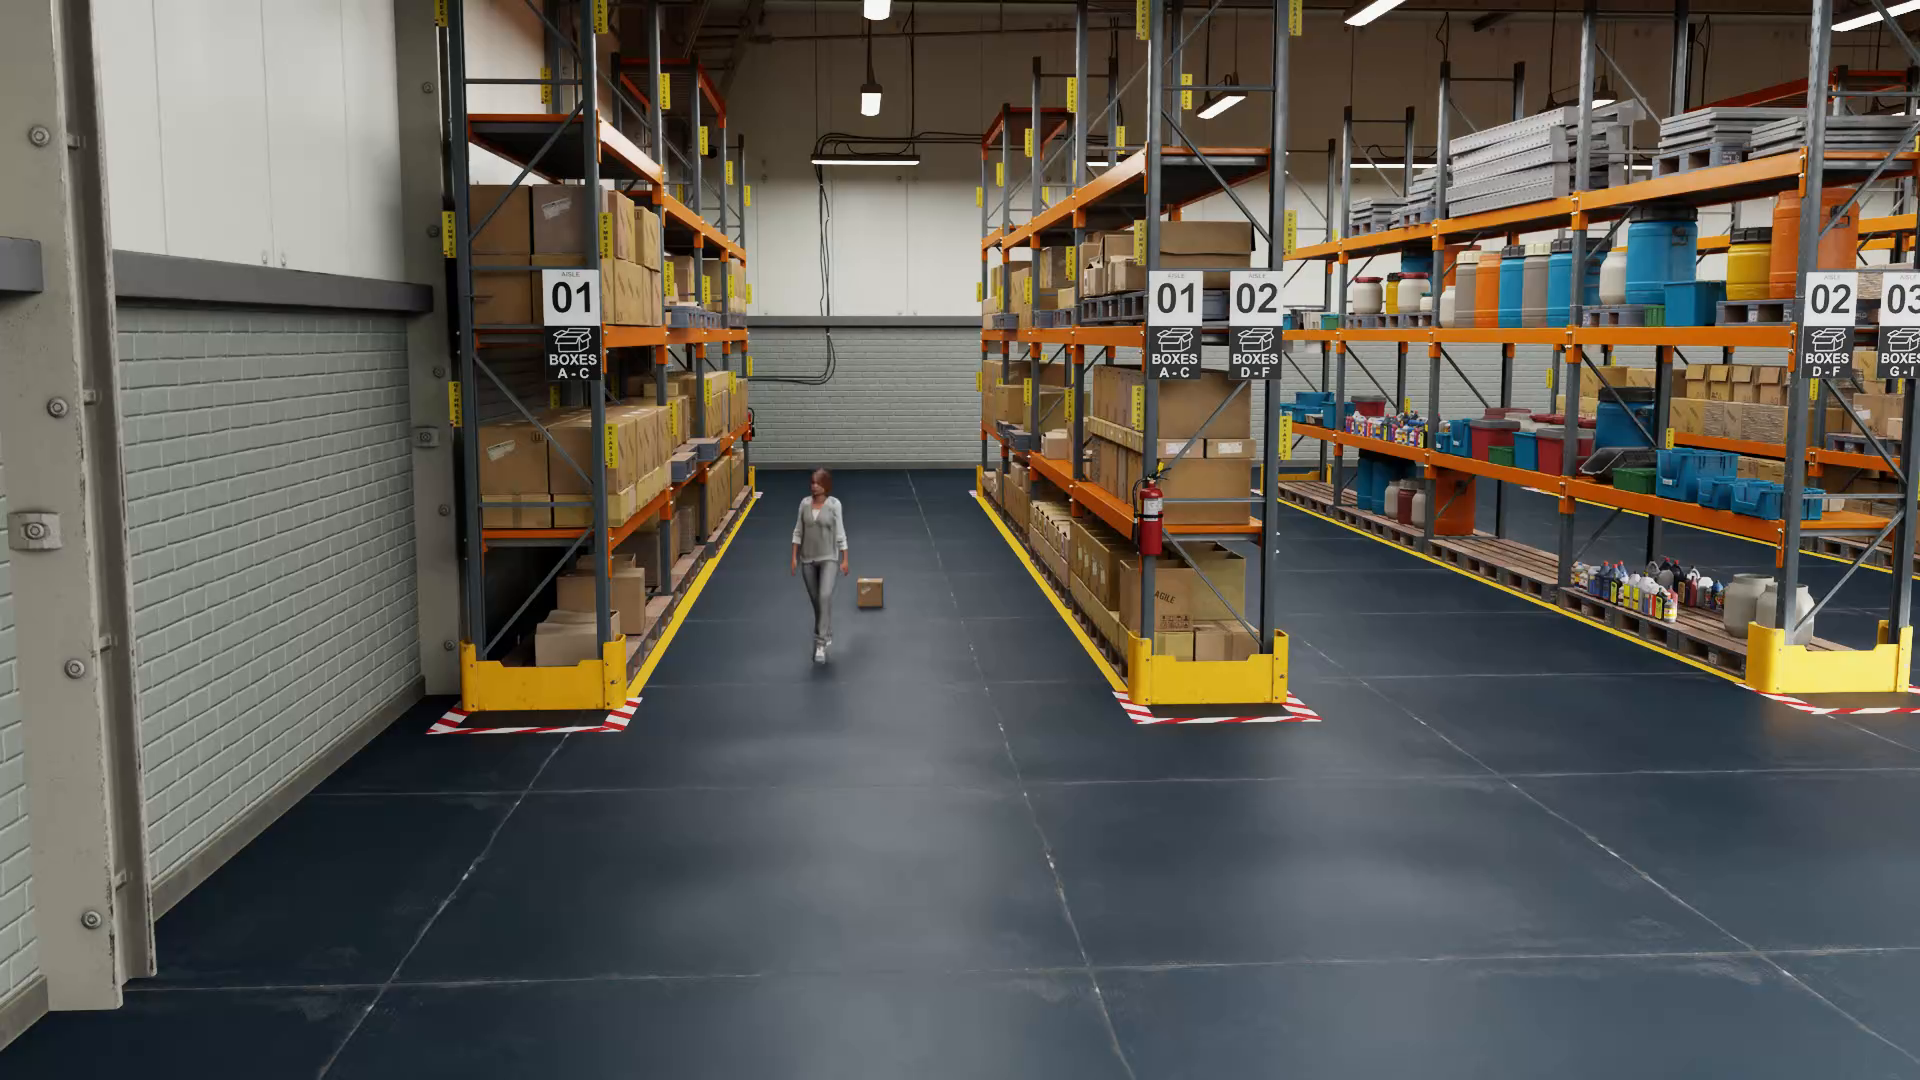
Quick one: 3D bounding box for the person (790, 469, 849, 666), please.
[{"bbox_3d":[-1.220,0.205,14.142,0.449,1.607,0.740,2,7,17],"label":"person"}]
